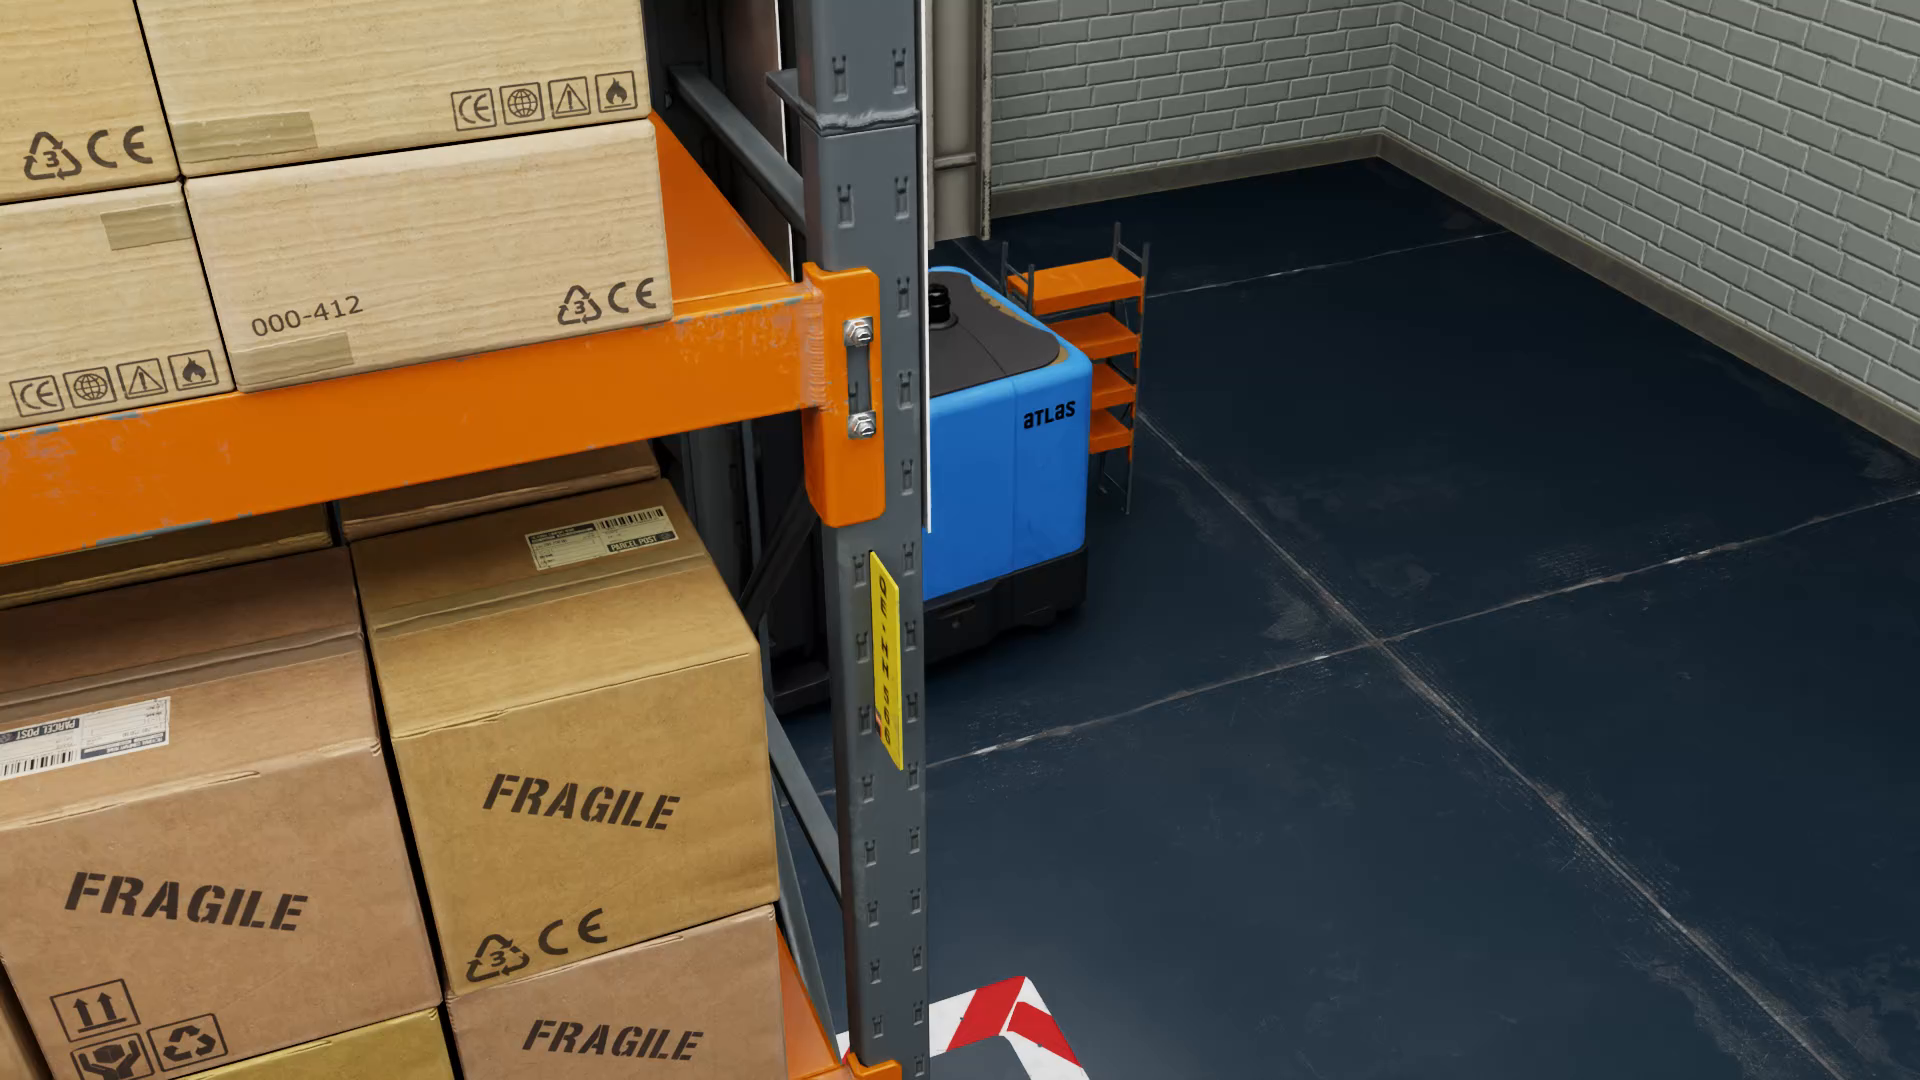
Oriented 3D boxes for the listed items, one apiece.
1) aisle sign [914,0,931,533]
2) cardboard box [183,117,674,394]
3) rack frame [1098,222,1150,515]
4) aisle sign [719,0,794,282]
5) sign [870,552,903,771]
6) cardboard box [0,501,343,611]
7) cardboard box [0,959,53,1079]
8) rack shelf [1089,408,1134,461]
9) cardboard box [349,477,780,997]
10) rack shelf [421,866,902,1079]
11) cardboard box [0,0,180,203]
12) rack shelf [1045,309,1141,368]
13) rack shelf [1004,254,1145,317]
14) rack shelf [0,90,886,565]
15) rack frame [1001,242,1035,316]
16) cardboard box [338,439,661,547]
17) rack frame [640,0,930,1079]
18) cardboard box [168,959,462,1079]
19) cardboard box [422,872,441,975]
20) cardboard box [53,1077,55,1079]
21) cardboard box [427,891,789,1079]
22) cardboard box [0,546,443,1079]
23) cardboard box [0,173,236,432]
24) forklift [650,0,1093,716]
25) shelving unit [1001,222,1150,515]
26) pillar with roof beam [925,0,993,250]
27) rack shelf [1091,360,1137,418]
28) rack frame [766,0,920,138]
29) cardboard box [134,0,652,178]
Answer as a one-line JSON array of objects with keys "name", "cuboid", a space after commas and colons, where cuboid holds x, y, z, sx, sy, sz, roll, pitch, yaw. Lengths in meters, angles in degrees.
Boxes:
[{"name": "aisle sign", "cuboid": [-0.119, -0.439, 2.291, 0.004, 0.787, 0.394, -13, 35, -19]}, {"name": "cardboard box", "cuboid": [-0.673, -0.442, 2.067, 0.500, 0.250, 0.500, -13, 35, -19]}, {"name": "rack frame", "cuboid": [0.652, -0.669, 6.678, 0.015, 1.200, 0.240, -14, 36, -21]}, {"name": "aisle sign", "cuboid": [-0.352, -0.741, 2.754, 0.004, 0.787, 0.394, -13, 35, -19]}, {"name": "sign", "cuboid": [-0.105, 0.177, 2.377, 0.005, 0.325, 0.100, -13, 35, -19]}, {"name": "cardboard box", "cuboid": [-1.291, 0.125, 2.798, 0.500, 0.500, 0.500, -13, 35, -18]}, {"name": "cardboard box", "cuboid": [-1.547, 0.501, 2.221, 0.500, 0.500, 0.500, -12, 35, -18]}, {"name": "rack shelf", "cuboid": [0.428, -0.391, 6.733, 0.480, 0.148, 0.258, -14, 36, -21]}, {"name": "cardboard box", "cuboid": [-0.605, 0.282, 2.557, 0.500, 0.500, 0.500, -13, 35, -19]}, {"name": "rack shelf", "cuboid": [-2.145, 1.235, 2.761, 4.000, 0.370, 1.077, -13, 35, -19]}, {"name": "cardboard box", "cuboid": [-1.137, -0.550, 1.774, 0.500, 0.250, 0.500, -13, 35, -19]}, {"name": "rack shelf", "cuboid": [0.432, -0.746, 6.505, 0.480, 0.148, 0.258, -14, 36, -21]}, {"name": "rack shelf", "cuboid": [0.435, -0.945, 6.377, 0.480, 0.148, 0.258, -14, 36, -21]}, {"name": "rack shelf", "cuboid": [-2.145, -0.022, 1.943, 4.000, 0.370, 1.077, -13, 35, -19]}, {"name": "rack frame", "cuboid": [0.210, -0.561, 6.501, 0.015, 1.200, 0.240, -14, 36, -21]}, {"name": "cardboard box", "cuboid": [-0.812, 0.011, 2.974, 0.500, 0.500, 0.500, -12, 35, -17]}, {"name": "rack frame", "cuboid": [-0.301, 0.511, 3.214, 0.127, 3.000, 1.000, -13, 35, -19]}, {"name": "cardboard box", "cuboid": [-1.085, 0.812, 2.660, 0.500, 0.500, 0.500, -13, 35, -19]}, {"name": "cardboard box", "cuboid": [-1.286, 0.542, 3.075, 0.500, 0.500, 0.500, -13, 35, -19]}, {"name": "cardboard box", "cuboid": [-1.548, 0.914, 2.502, 0.500, 0.500, 0.500, -13, 35, -19]}, {"name": "cardboard box", "cuboid": [-0.608, 0.701, 2.831, 0.500, 0.500, 0.500, -12, 35, -17]}, {"name": "cardboard box", "cuboid": [-1.070, 0.389, 2.393, 0.500, 0.500, 0.500, -12, 35, -18]}, {"name": "cardboard box", "cuboid": [-1.138, -0.342, 1.913, 0.500, 0.250, 0.500, -13, 35, -19]}, {"name": "forklift", "cuboid": [-1.057, -0.779, 5.260, 3.031, 2.935, 1.130, -18, 37, -25]}, {"name": "shelving unit", "cuboid": [0.431, -0.615, 6.589, 0.503, 1.200, 0.258, -14, 36, -21]}, {"name": "pillar with roof beam", "cuboid": [1.599, -3.334, 3.623, 0.400, 9.000, 9.100, -13, 35, -19]}, {"name": "rack shelf", "cuboid": [0.430, -0.558, 6.626, 0.480, 0.148, 0.258, -14, 36, -21]}, {"name": "rack frame", "cuboid": [-0.301, -2.004, 1.578, 0.127, 3.000, 1.000, -13, 35, -19]}, {"name": "cardboard box", "cuboid": [-0.676, -0.656, 1.937, 0.500, 0.250, 0.500, -13, 35, -19]}]
